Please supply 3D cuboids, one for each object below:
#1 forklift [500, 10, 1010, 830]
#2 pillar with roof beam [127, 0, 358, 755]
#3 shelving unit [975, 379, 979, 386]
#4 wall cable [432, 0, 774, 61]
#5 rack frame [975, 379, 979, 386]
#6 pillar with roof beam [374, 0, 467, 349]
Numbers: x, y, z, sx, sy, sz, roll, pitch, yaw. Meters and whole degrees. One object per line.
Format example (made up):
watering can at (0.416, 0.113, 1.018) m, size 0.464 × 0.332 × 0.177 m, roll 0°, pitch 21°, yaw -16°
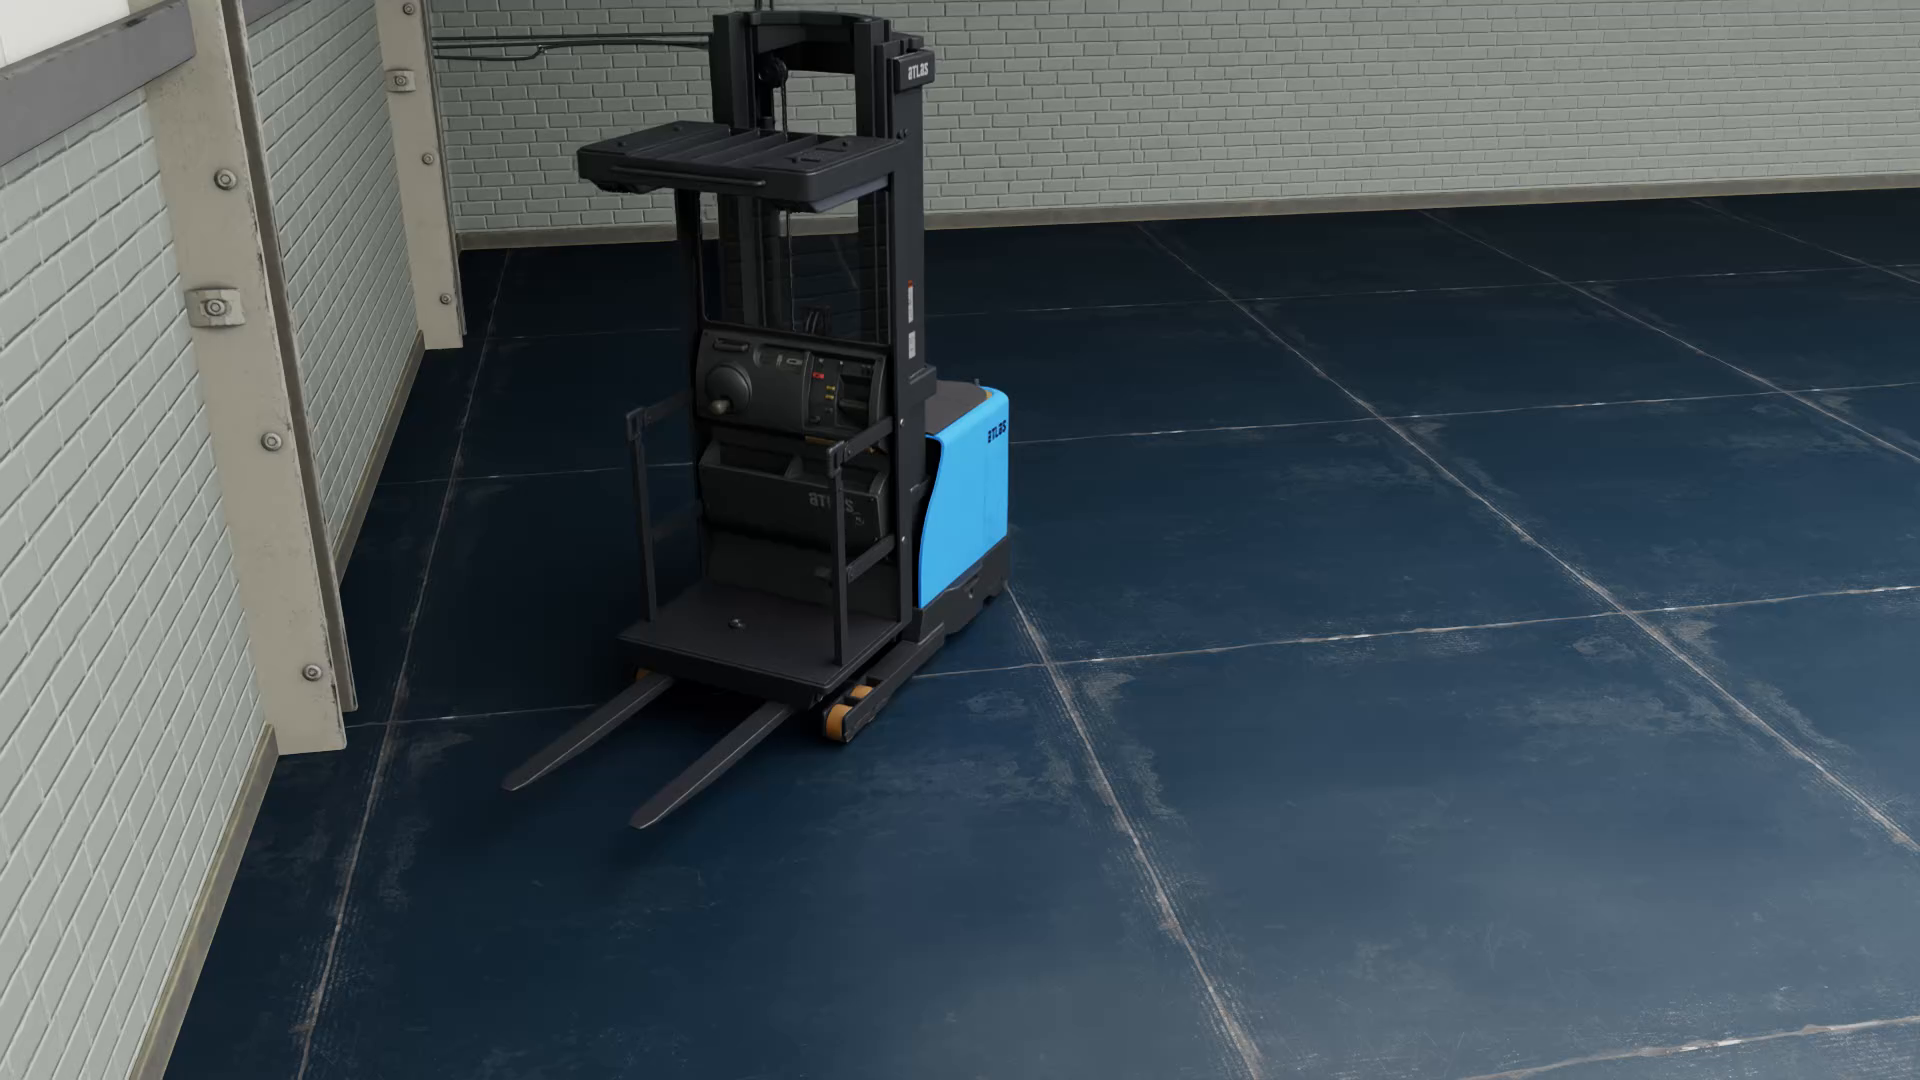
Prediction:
forklift at (-0.837, -0.662, 7.103) m, size 1.130 × 2.935 × 3.031 m, roll 11°, pitch 26°, yaw 23°
pillar with roof beam at (1.386, -3.606, 6.264) m, size 9.100 × 9.000 × 0.400 m, roll -4°, pitch 24°, yaw -10°
shelving unit at (0.002, -0.409, 9.063) m, size 0.258 × 0.900 × 0.210 m, roll -4°, pitch 24°, yaw -10°
wall cable at (-3.199, -5.481, 14.437) m, size 3.097 × 2.526 × 0.112 m, roll -4°, pitch 24°, yaw -10°
rack frame at (-0.017, -0.449, 9.154) m, size 0.240 × 0.900 × 0.006 m, roll -4°, pitch 24°, yaw -10°
pillar with roof beam at (0.277, -5.966, 11.668) m, size 9.100 × 9.000 × 0.400 m, roll -4°, pitch 24°, yaw -10°
